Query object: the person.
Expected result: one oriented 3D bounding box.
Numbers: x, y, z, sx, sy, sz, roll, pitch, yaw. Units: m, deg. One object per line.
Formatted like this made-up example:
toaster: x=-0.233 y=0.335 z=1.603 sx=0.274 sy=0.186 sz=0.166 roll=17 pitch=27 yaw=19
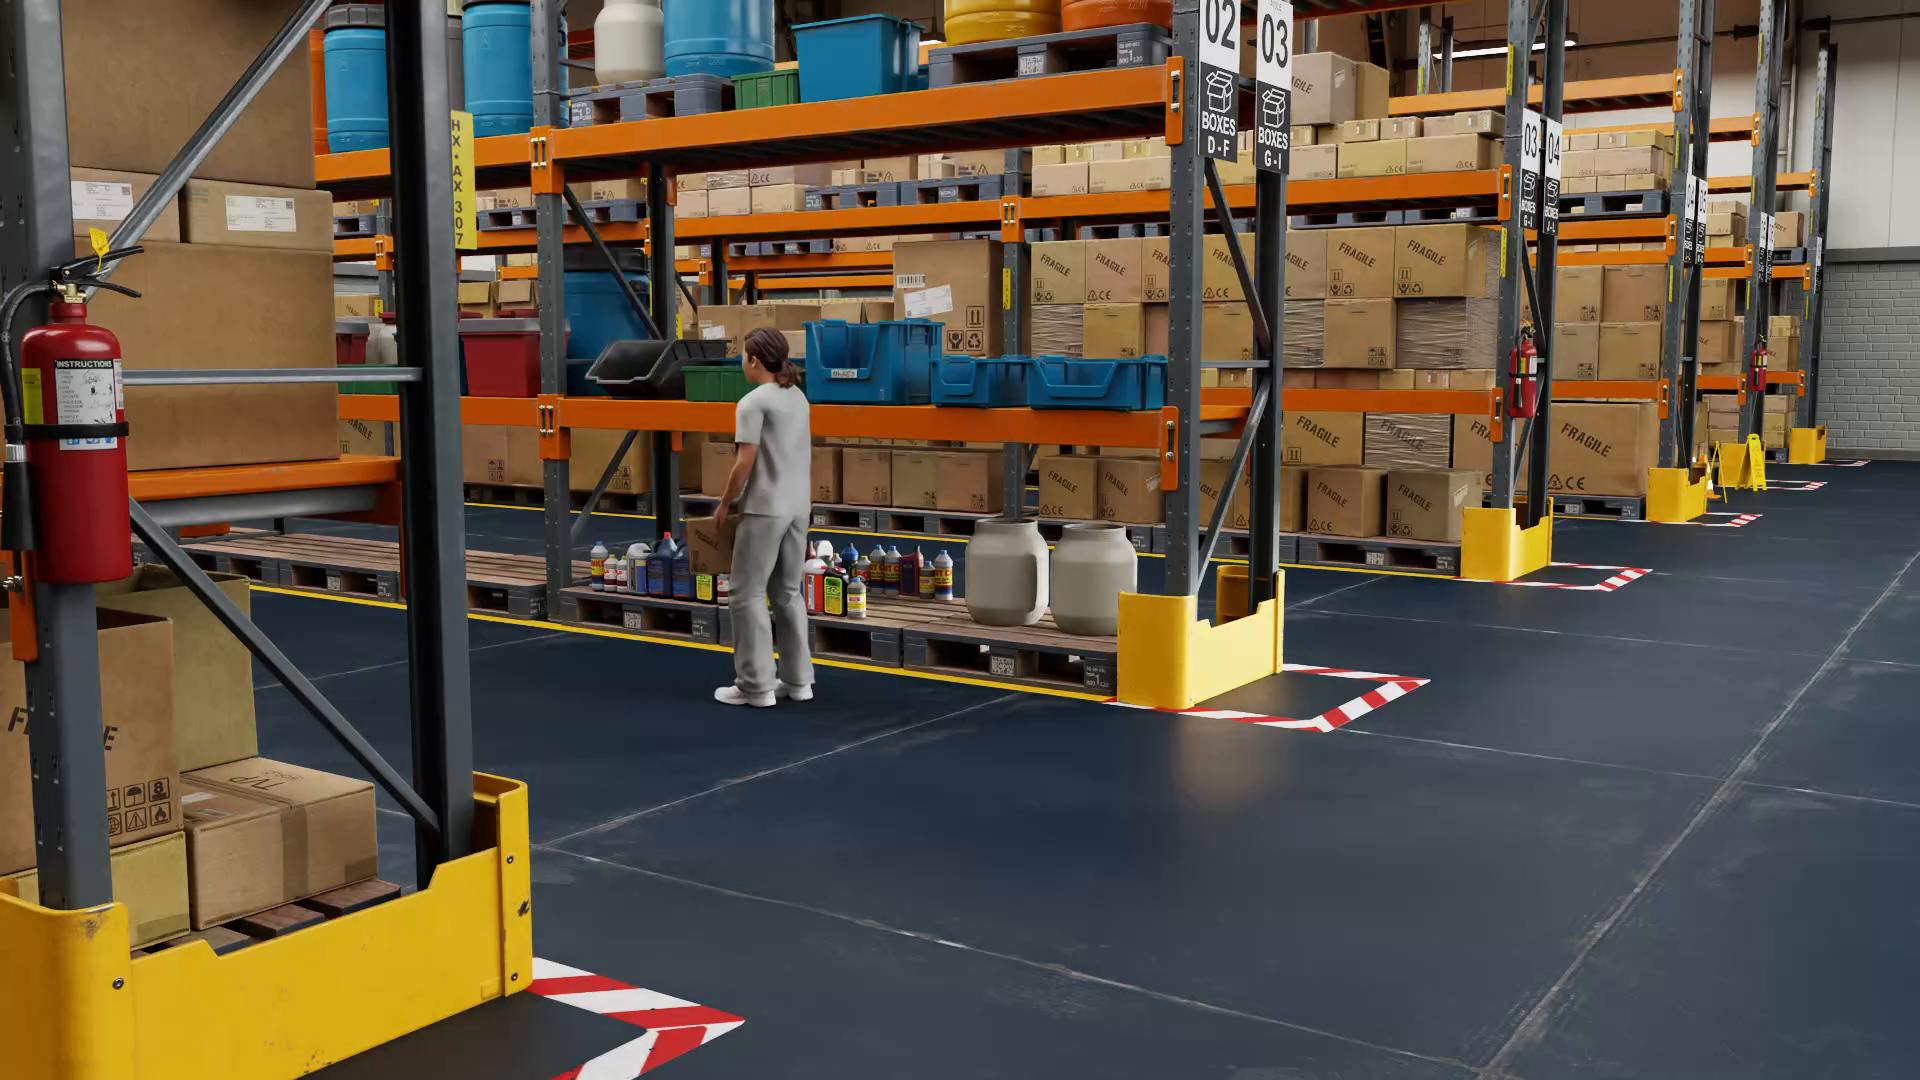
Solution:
person: x=-0.871 y=-0.103 z=7.378 sx=0.420 sy=1.676 sz=0.467 roll=4 pitch=8 yaw=32
